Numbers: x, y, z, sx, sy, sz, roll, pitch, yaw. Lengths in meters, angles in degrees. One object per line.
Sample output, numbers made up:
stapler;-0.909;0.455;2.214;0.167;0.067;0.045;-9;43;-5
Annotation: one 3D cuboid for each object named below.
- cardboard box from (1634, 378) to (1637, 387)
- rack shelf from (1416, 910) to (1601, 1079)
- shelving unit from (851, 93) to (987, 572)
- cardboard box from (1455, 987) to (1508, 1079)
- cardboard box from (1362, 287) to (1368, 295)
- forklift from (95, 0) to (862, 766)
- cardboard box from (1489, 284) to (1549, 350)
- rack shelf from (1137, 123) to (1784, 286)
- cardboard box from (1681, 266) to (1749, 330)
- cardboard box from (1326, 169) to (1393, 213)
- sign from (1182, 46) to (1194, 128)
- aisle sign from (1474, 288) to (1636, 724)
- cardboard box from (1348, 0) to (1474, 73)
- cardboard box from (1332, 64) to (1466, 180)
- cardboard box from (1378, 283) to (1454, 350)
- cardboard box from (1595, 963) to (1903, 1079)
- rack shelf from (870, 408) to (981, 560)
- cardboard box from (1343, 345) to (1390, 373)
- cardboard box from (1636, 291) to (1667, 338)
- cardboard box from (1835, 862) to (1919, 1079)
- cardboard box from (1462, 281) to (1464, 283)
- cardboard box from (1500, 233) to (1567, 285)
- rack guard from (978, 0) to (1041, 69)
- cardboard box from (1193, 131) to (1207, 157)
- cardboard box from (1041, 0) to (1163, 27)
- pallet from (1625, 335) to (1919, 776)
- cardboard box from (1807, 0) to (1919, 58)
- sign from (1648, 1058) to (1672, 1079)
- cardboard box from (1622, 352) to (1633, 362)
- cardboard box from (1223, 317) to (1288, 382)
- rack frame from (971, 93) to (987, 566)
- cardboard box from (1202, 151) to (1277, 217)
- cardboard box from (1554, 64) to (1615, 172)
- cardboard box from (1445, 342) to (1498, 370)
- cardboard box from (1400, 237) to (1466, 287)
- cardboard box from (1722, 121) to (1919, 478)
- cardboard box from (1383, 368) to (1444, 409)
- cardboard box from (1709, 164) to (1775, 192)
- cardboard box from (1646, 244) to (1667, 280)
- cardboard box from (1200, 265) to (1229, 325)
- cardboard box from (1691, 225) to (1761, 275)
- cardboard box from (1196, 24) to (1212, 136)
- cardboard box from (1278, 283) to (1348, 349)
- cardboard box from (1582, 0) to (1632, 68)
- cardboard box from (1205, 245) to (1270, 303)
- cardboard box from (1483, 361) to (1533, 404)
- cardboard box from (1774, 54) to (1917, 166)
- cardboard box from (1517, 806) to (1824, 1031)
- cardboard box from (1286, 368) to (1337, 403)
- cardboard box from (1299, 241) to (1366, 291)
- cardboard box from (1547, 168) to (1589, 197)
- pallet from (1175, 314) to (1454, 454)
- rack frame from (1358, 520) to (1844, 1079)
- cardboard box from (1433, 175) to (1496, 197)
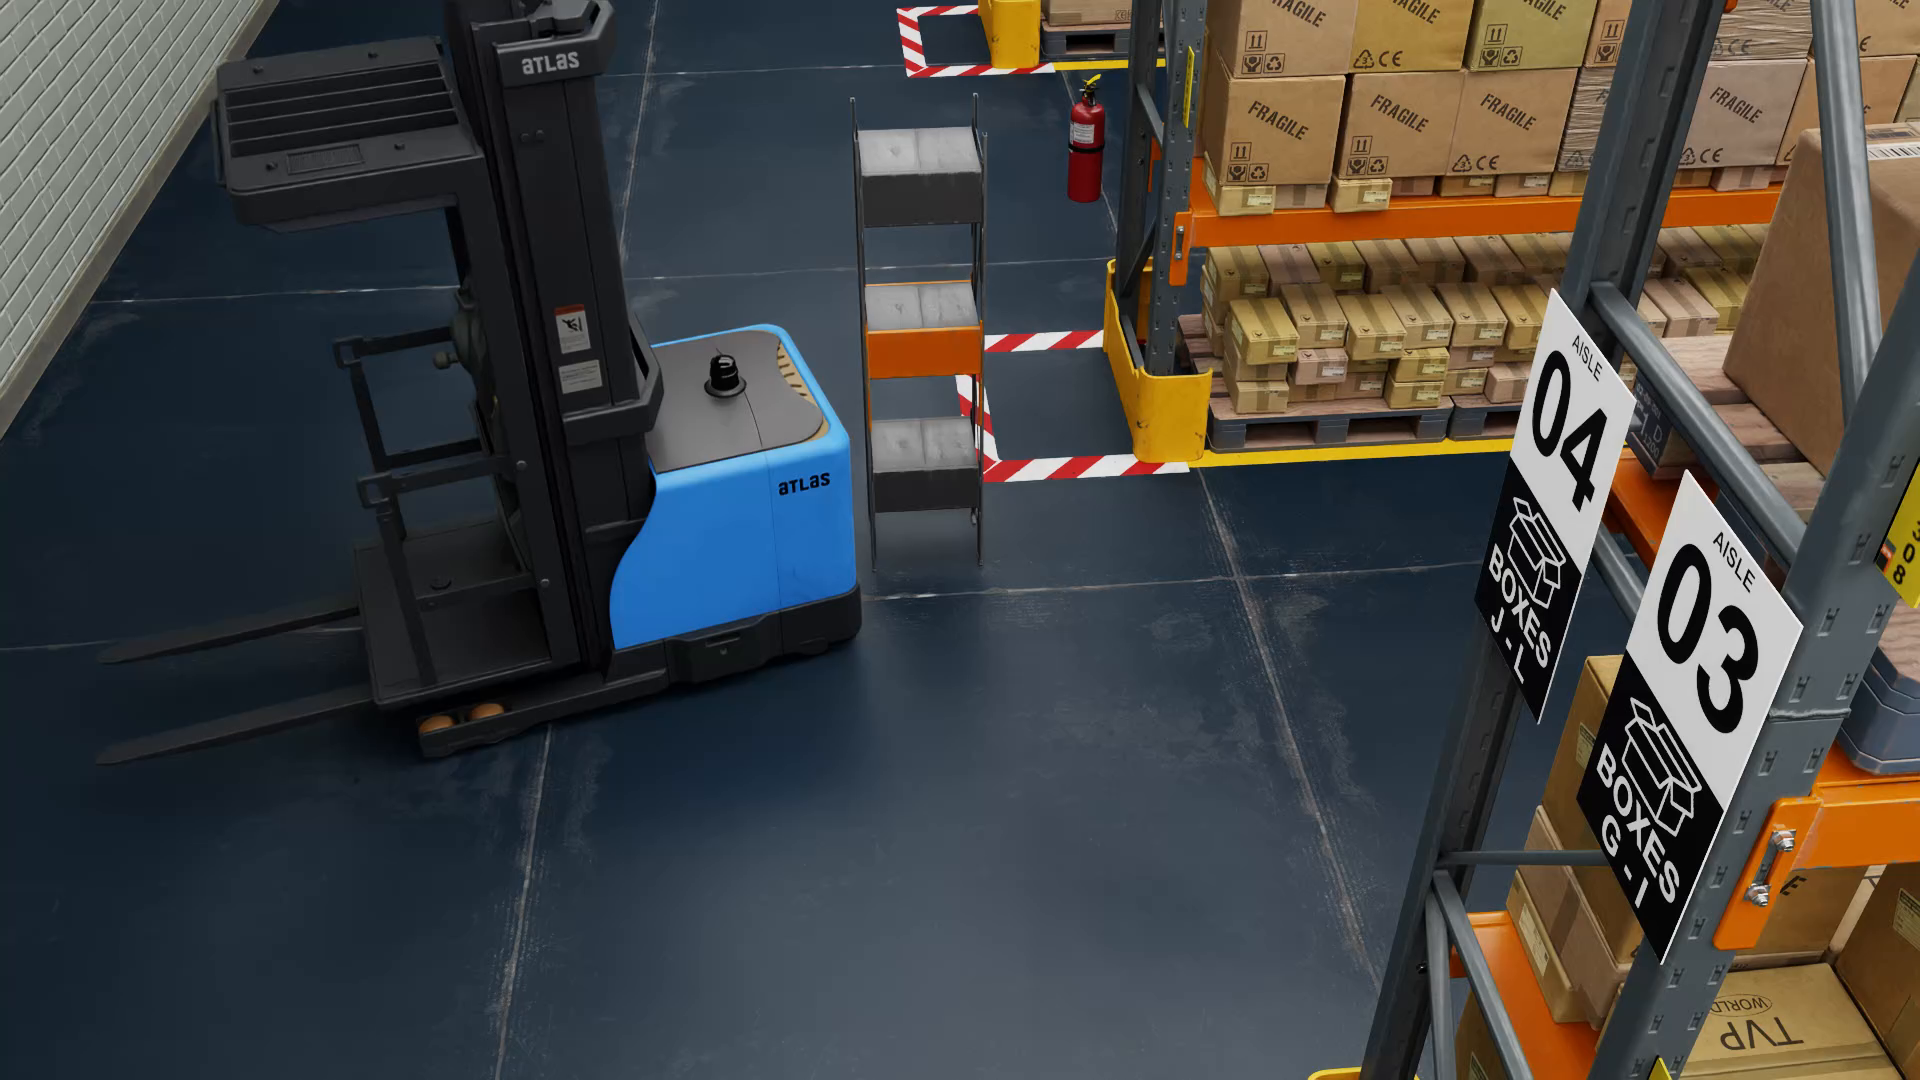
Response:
cardboard box;3.514;-0.896;8.427;0.250;0.149;0.380;-3;38;-4
rack shelf;3.252;1.319;4.237;4.000;0.370;1.077;-3;38;-4
shelving unit;-0.165;-0.815;7.088;0.503;2.100;0.431;-3;38;-4
cardboard box;1.890;1.731;4.511;0.875;0.875;0.875;-3;38;-4
cardboard box;2.216;-1.268;8.658;0.250;0.149;0.380;-4;38;-5
forklift;-1.993;-0.656;6.216;3.031;2.935;1.130;-14;40;-17
cardboard box;2.782;-1.102;8.208;0.250;0.149;0.380;-3;38;-3
rack shelf;2.913;-1.747;8.123;4.000;0.370;1.077;-3;38;-4
cardboard box;3.810;-1.215;8.351;0.250;0.149;0.380;-2;38;-2
cardboard box;1.795;-1.658;7.632;0.250;0.149;0.380;-4;38;-5
sign;0.969;-1.925;7.069;0.005;0.325;0.100;-3;38;-4
aisle sign;1.162;-0.055;3.300;0.004;0.787;0.394;-3;38;-4
cardboard box;1.894;-2.360;7.192;0.500;0.500;0.500;-2;38;-3
cardboard box;1.924;-1.975;7.510;0.500;0.500;0.500;-3;38;-4
cardboard box;2.239;-1.107;8.213;0.250;0.149;0.380;-5;39;-6
cardboard box;1.762;1.229;3.652;0.500;0.250;0.500;-4;38;-5
rack shelf;-0.165;-0.255;7.530;0.480;0.518;0.431;-3;38;-4
cardboard box;1.980;-1.000;8.319;0.250;0.149;0.380;-3;38;-3
cardboard box;3.281;-1.121;8.232;0.250;0.149;0.380;-4;38;-6
cardboard box;2.260;0.907;3.455;0.500;0.500;0.500;-4;38;-5
cardboard box;2.711;-1.356;8.769;0.250;0.149;0.380;-1;38;-2
cardboard box;2.985;-1.457;8.657;0.250;0.149;0.380;-3;38;-4
rack guard;0.358;-3.985;12.397;0.348;0.500;1.175;-3;38;-4
cardboard box;1.221;-2.013;8.083;0.250;0.149;0.380;-3;38;-4
cardboard box;1.031;-4.225;12.413;0.875;0.438;0.875;-4;38;-6
pallet;1.998;-0.044;3.034;1.213;0.211;1.003;-3;38;-4
cardboard box;3.947;-2.463;7.322;0.500;0.500;0.500;-4;38;-5
sign;1.303;1.118;3.148;0.005;0.325;0.100;-3;38;-4
cardboard box;3.307;-1.058;8.392;0.250;0.149;0.380;-5;39;-6
cardboard box;1.466;-0.952;8.258;0.250;0.149;0.380;-2;38;-2
rack frame;0.078;-0.829;7.105;0.015;2.100;0.400;-3;38;-4
cardboard box;1.273;-1.636;7.605;0.250;0.149;0.380;-3;38;-4
cardboard box;2.920;-2.026;7.575;0.500;0.500;0.500;-4;38;-5
cardboard box;2.501;-1.021;8.344;0.250;0.149;0.380;-5;39;-6
cardboard box;2.454;-1.479;8.685;0.250;0.149;0.380;-2;38;-2
cardboard box;1.773;-0.336;2.832;0.500;0.500;0.700;-5;39;-7
cardboard box;2.236;-0.826;8.337;0.250;0.149;0.380;-3;38;-3
cardboard box;3.596;-1.789;7.798;0.250;0.149;0.380;-5;39;-6
cardboard box;3.498;-1.512;8.727;0.250;0.149;0.380;-2;38;-3
cardboard box;1.422;-1.287;8.682;0.250;0.149;0.380;-4;38;-5
cardboard box;4.017;-1.504;8.717;0.250;0.149;0.380;-4;38;-5
cardboard box;1.346;-2.259;7.870;0.500;0.500;0.500;-2;38;-3
cardboard box;1.737;-1.107;8.214;0.250;0.149;0.380;-2;38;-3
cardboard box;2.921;-2.405;7.249;0.500;0.500;0.500;-4;38;-5
cardboard box;1.426;-1.384;8.565;0.250;0.149;0.380;-3;38;-3
cardboard box;2.738;-0.858;8.379;0.250;0.149;0.380;-5;39;-6
cardboard box;3.931;-2.066;7.626;0.500;0.500;0.500;-4;38;-5
cardboard box;1.719;0.898;4.071;0.500;0.250;0.500;-4;38;-5
cardboard box;1.725;-0.861;8.382;0.250;0.149;0.380;-3;38;-4
cardboard box;1.928;-1.455;8.655;0.250;0.149;0.380;-4;38;-5
cardboard box;2.822;-1.753;7.753;0.250;0.149;0.380;-2;38;-2
pallet;1.809;-0.852;8.659;1.213;0.211;1.003;-3;38;-4
rack frame;1.260;1.146;3.876;0.127;3.000;1.000;-3;38;-4
cardboard box;2.314;-1.756;7.757;0.250;0.149;0.380;-4;38;-4
